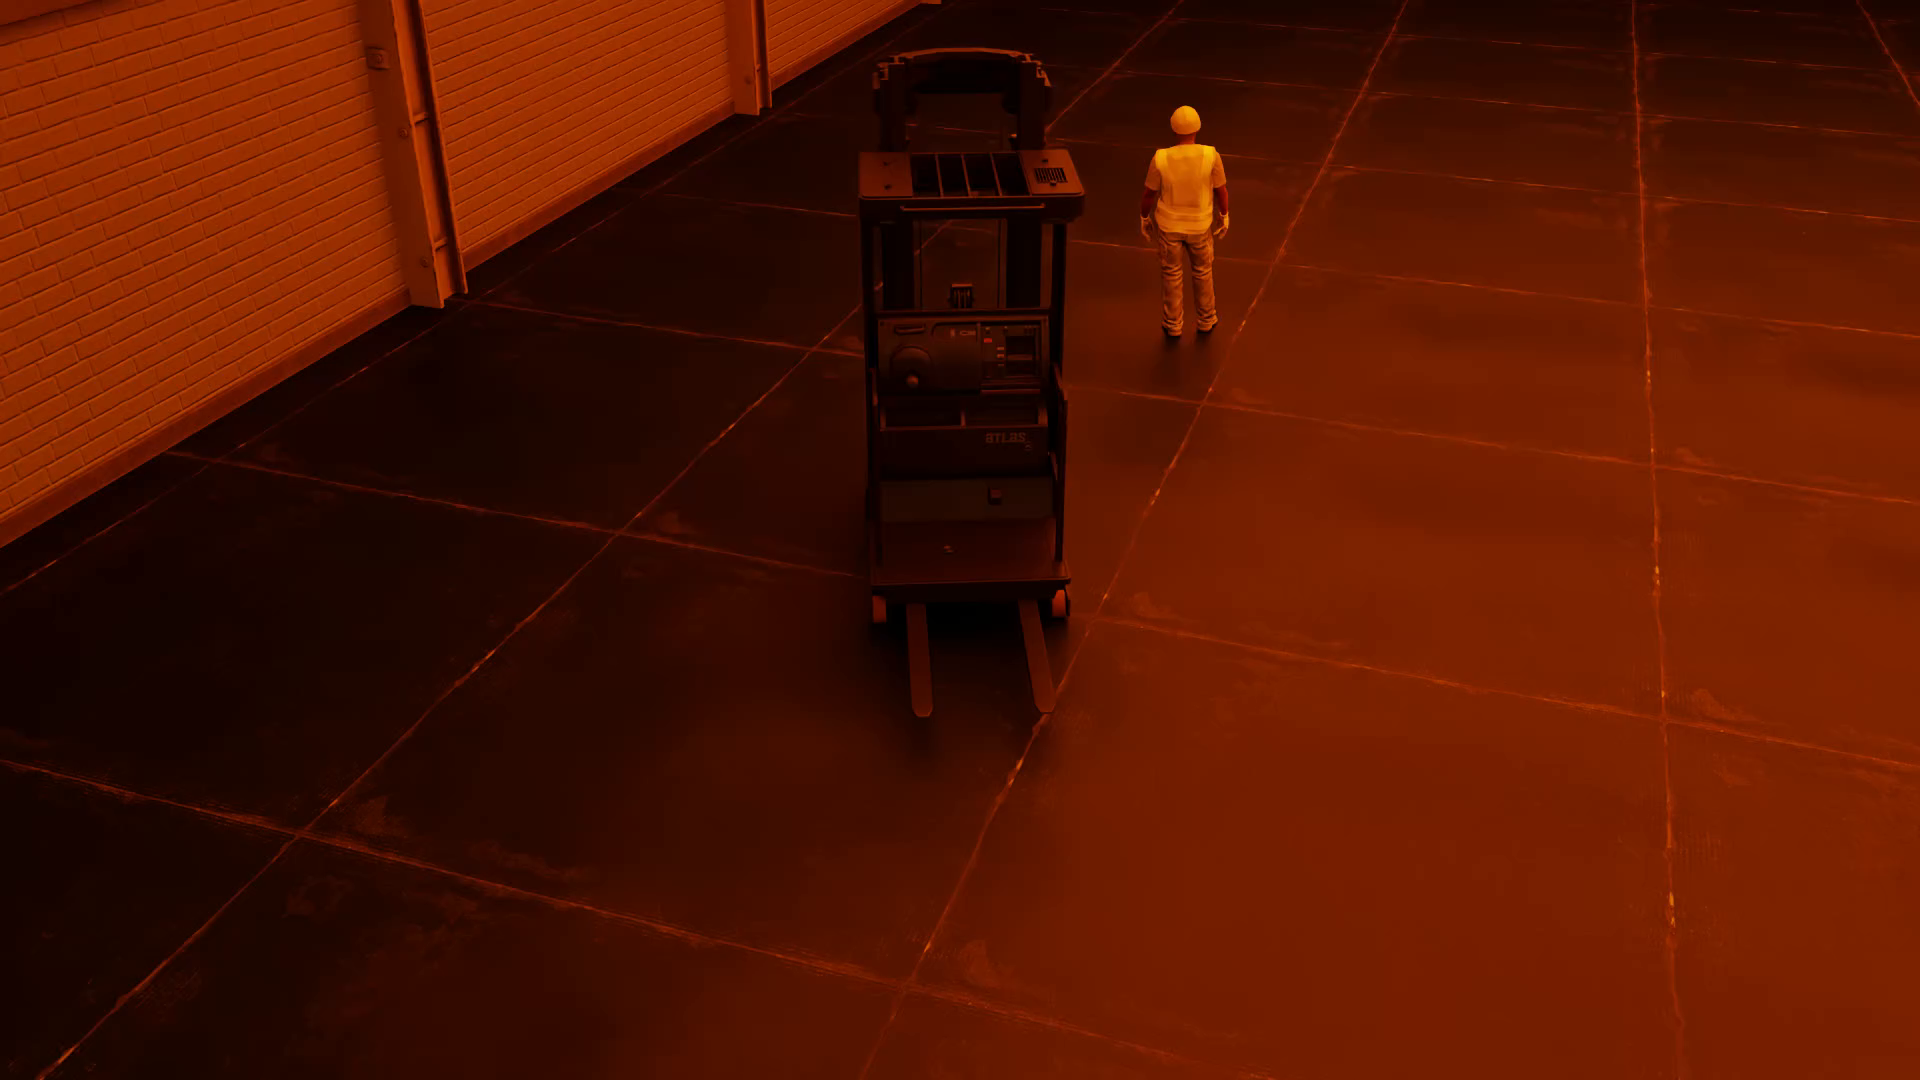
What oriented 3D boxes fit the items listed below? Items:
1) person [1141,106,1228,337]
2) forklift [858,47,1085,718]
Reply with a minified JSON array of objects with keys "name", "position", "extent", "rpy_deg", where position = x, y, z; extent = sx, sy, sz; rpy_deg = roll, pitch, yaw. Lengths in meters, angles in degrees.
[{"name":"person","position":[1.687,-2.405,12.500],"extent":[0.657,1.785,0.575],"rpy_deg":[3,30,5]},{"name":"forklift","position":[0.035,-0.972,8.842],"extent":[1.130,2.935,3.031],"rpy_deg":[-2,30,-3]}]
